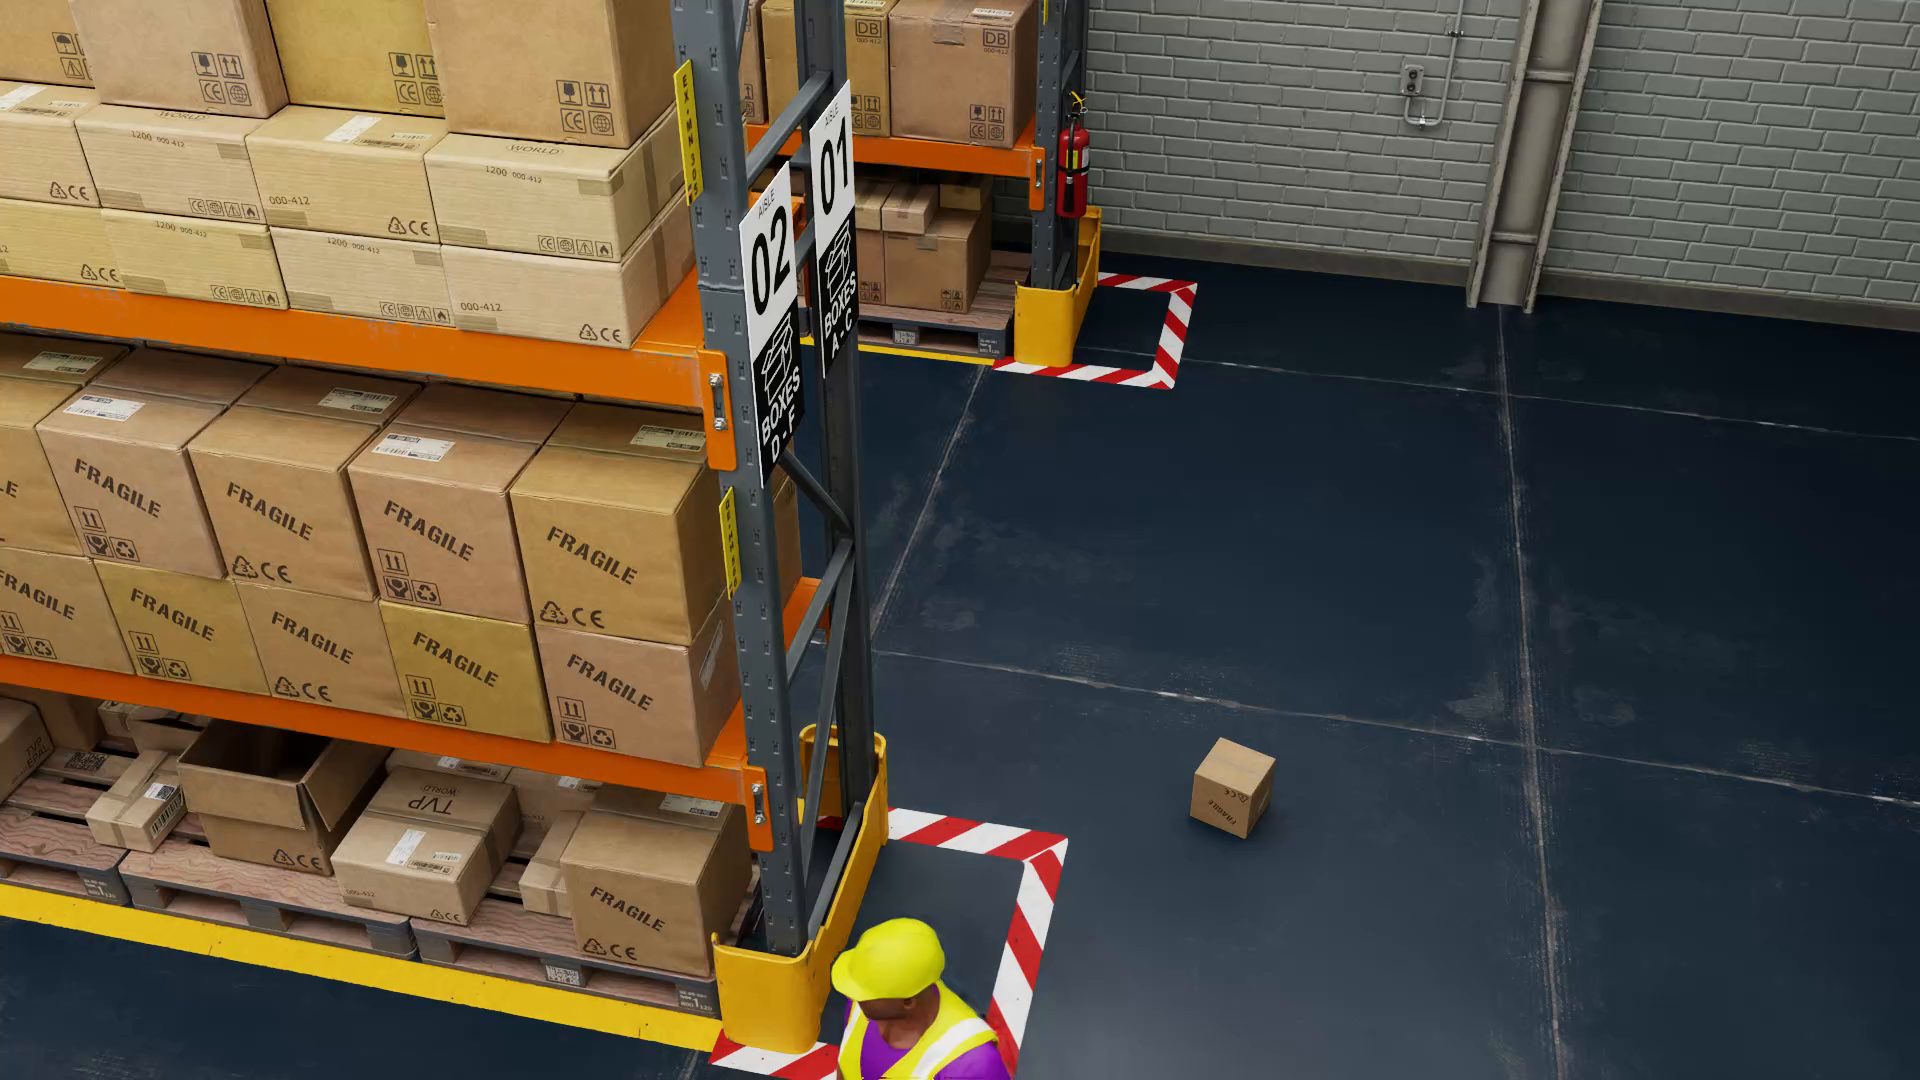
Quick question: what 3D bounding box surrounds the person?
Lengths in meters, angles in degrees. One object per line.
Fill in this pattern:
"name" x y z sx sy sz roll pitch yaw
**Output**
"person" -0.167 1.711 4.614 0.986 1.711 0.631 -22 42 -27
